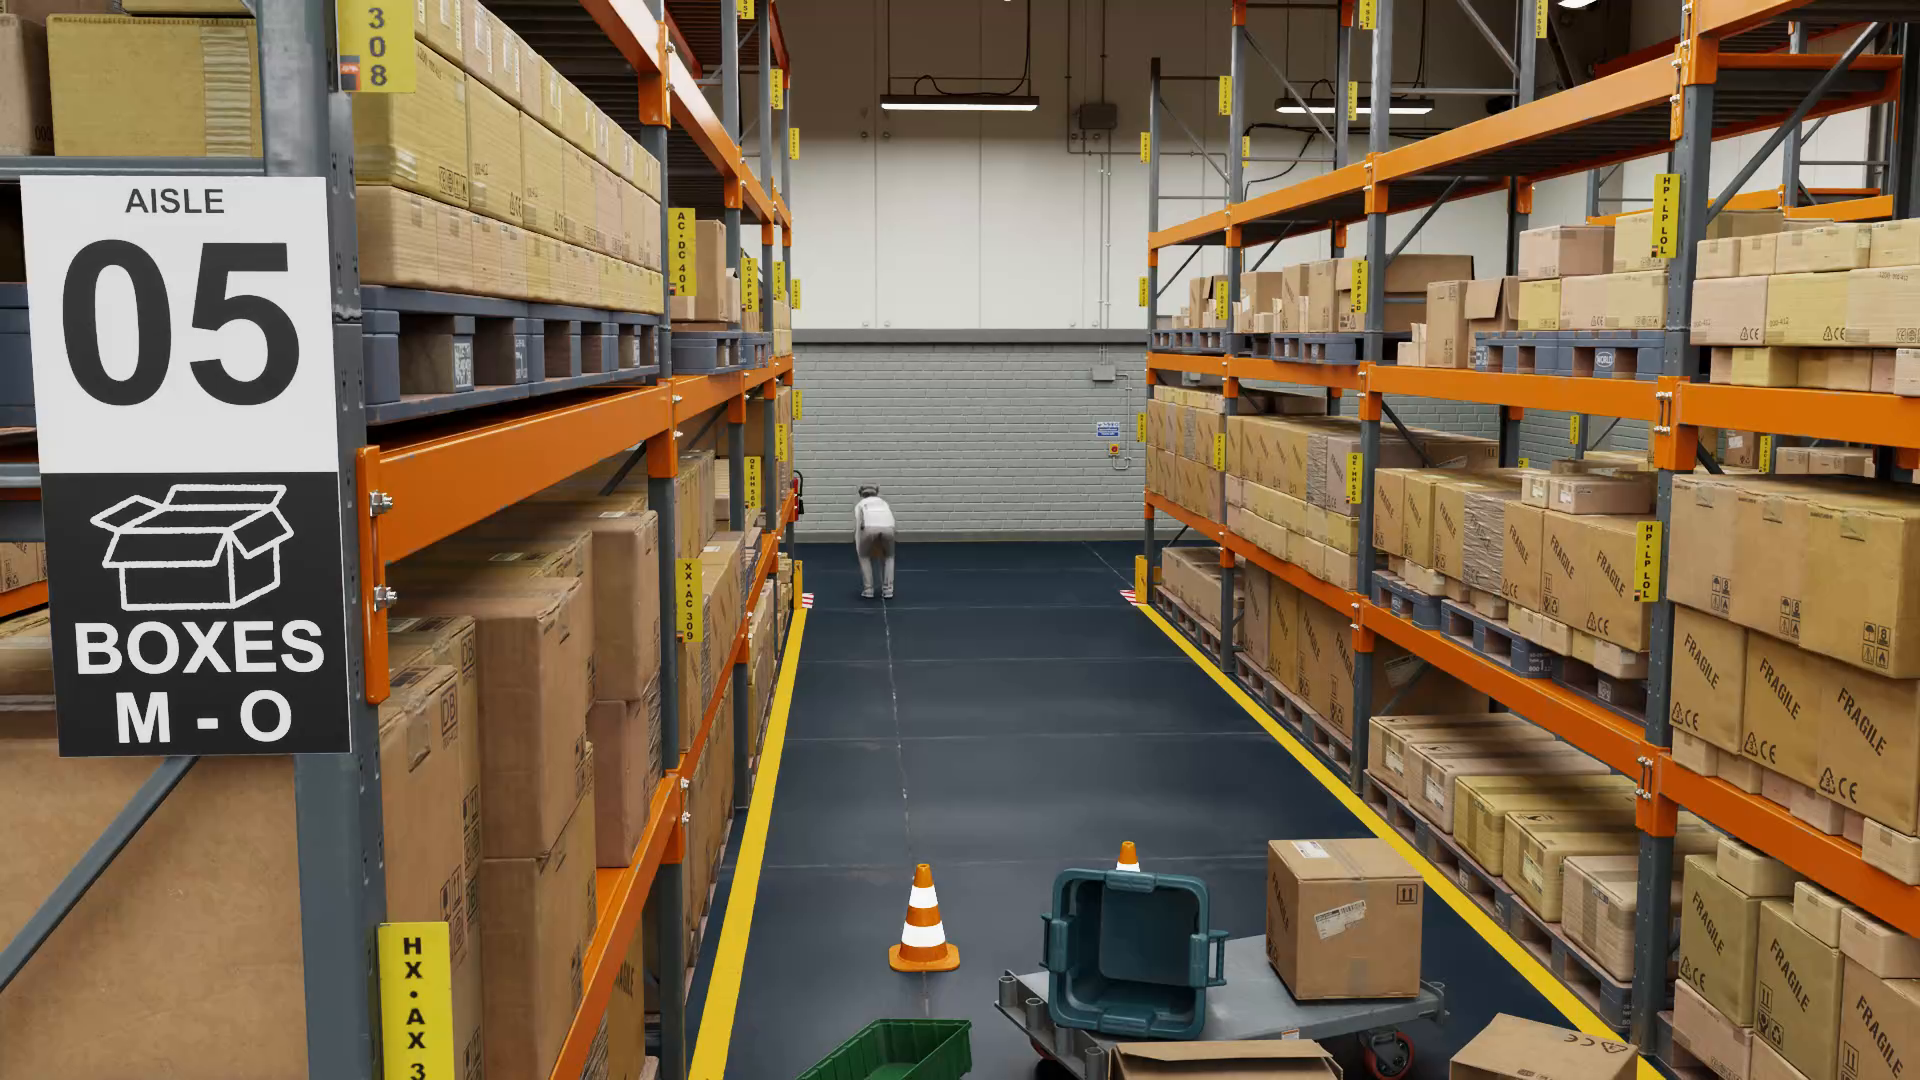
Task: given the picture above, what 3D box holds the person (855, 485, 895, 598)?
[{"bbox_3d":[-0.995,0.013,19.289,0.424,1.269,0.888,-1,7,-12],"label":"person"}]
